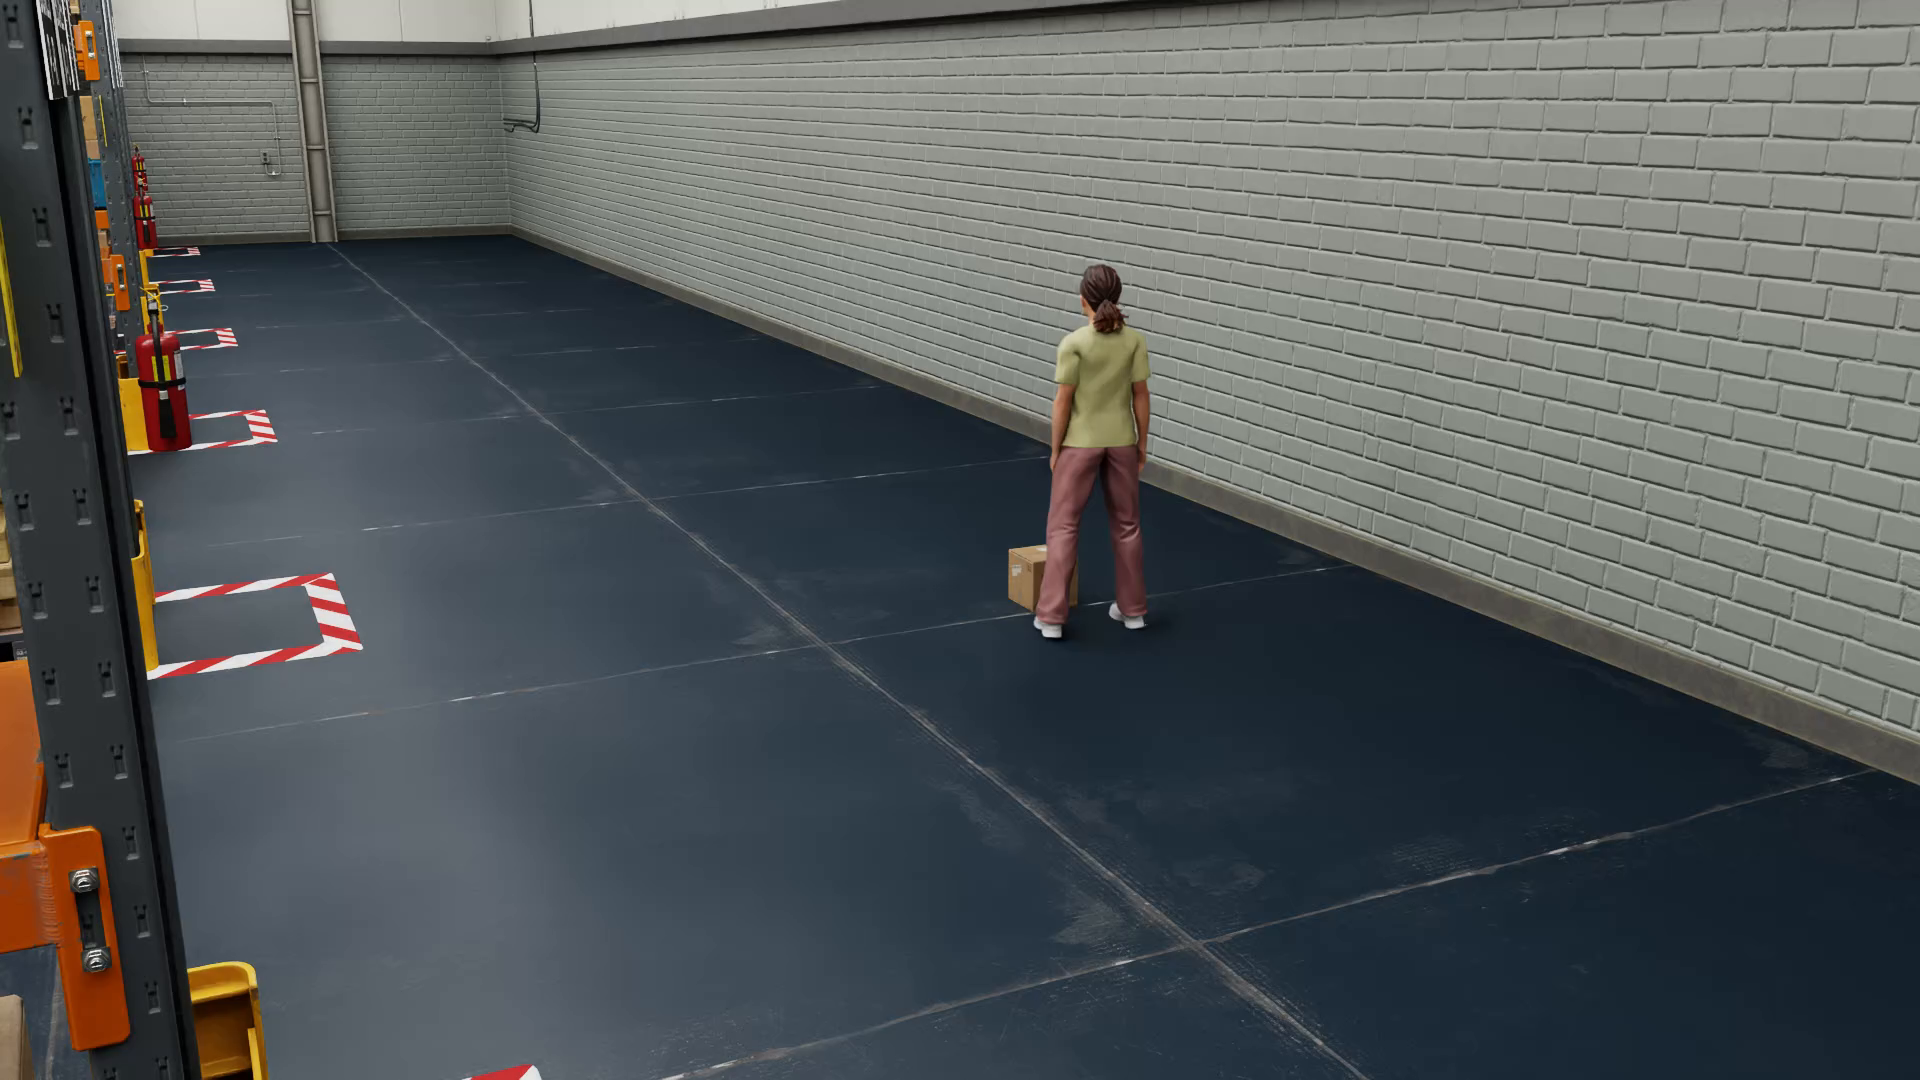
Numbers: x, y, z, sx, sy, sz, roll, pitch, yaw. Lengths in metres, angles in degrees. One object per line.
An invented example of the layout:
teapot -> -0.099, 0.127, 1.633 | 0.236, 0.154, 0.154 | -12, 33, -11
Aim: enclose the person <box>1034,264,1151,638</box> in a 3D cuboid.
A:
person -> 0.594, -0.397, 7.462 | 0.540, 1.676, 0.402 | -4, 16, -14
